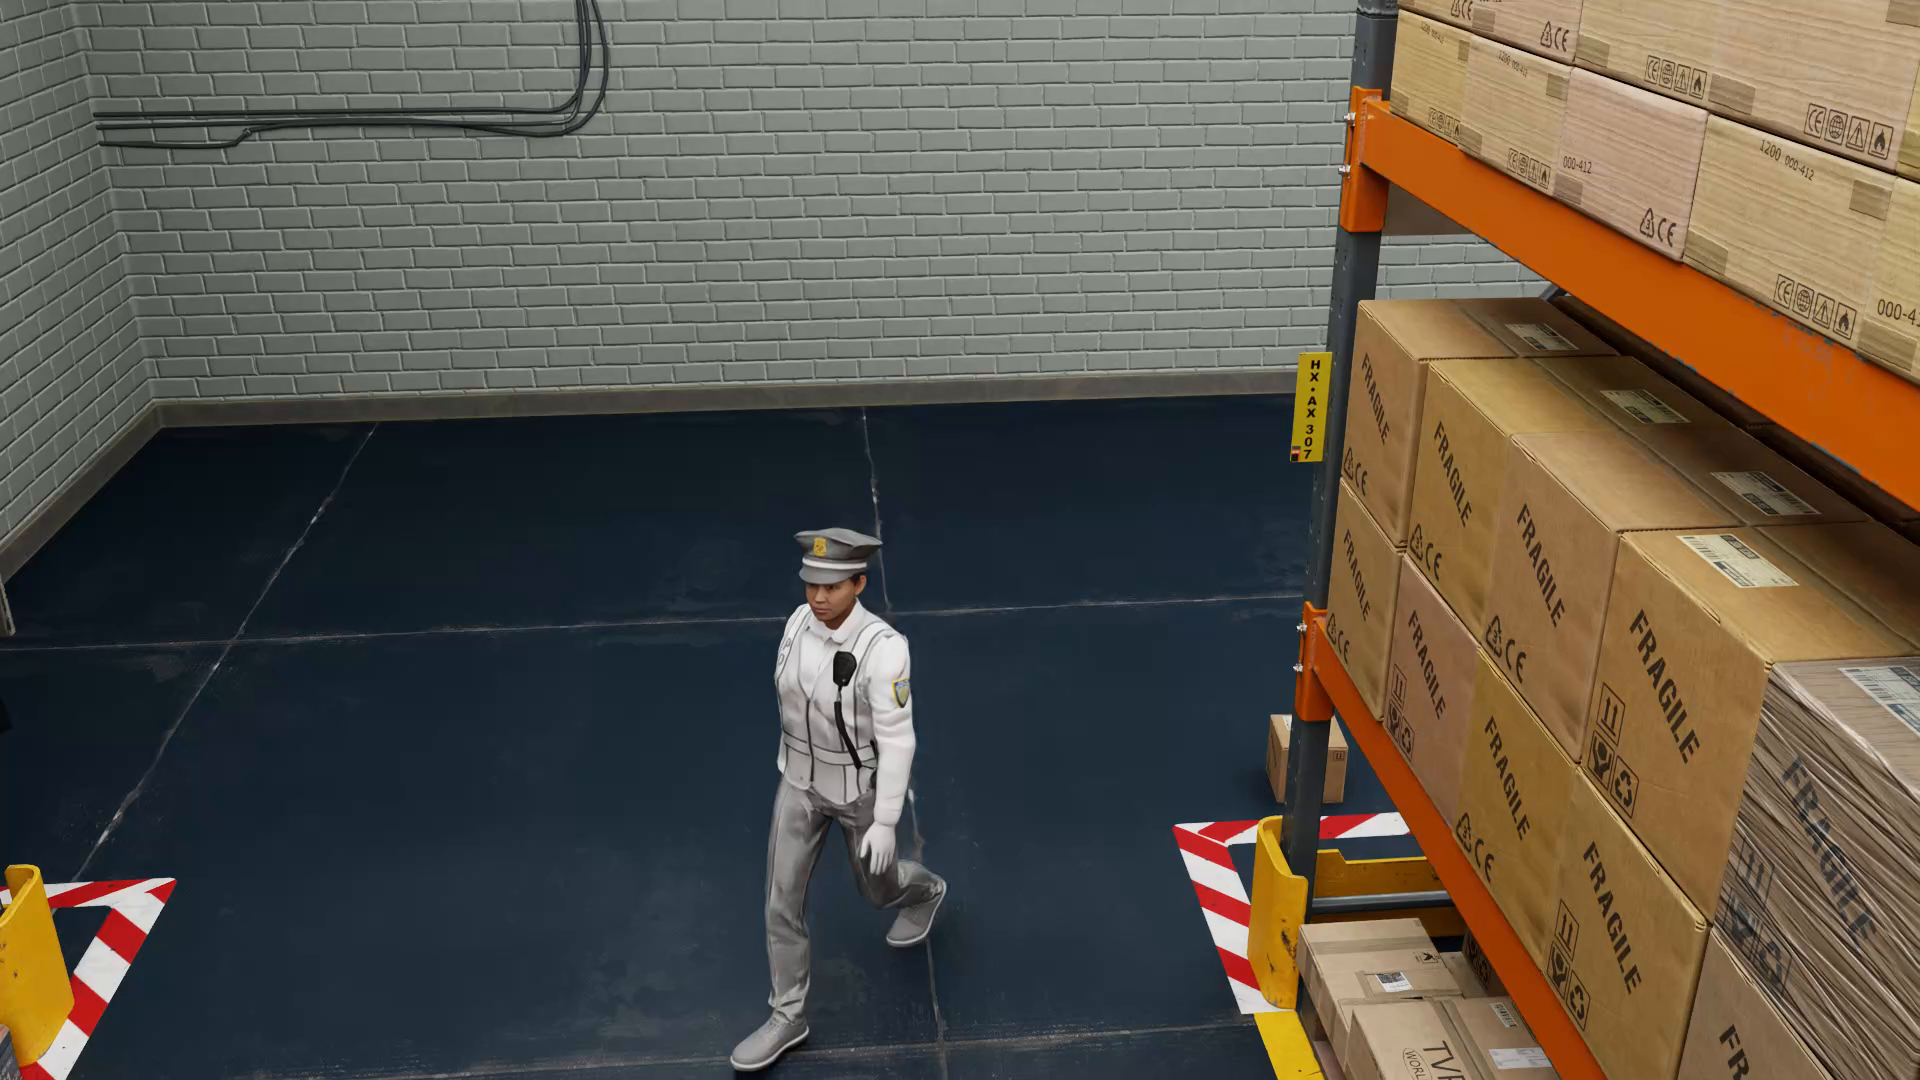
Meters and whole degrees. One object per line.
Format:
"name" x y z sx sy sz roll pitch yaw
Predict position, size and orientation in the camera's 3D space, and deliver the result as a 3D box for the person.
"person" -0.328 0.717 4.936 0.494 1.638 0.932 14 27 28
